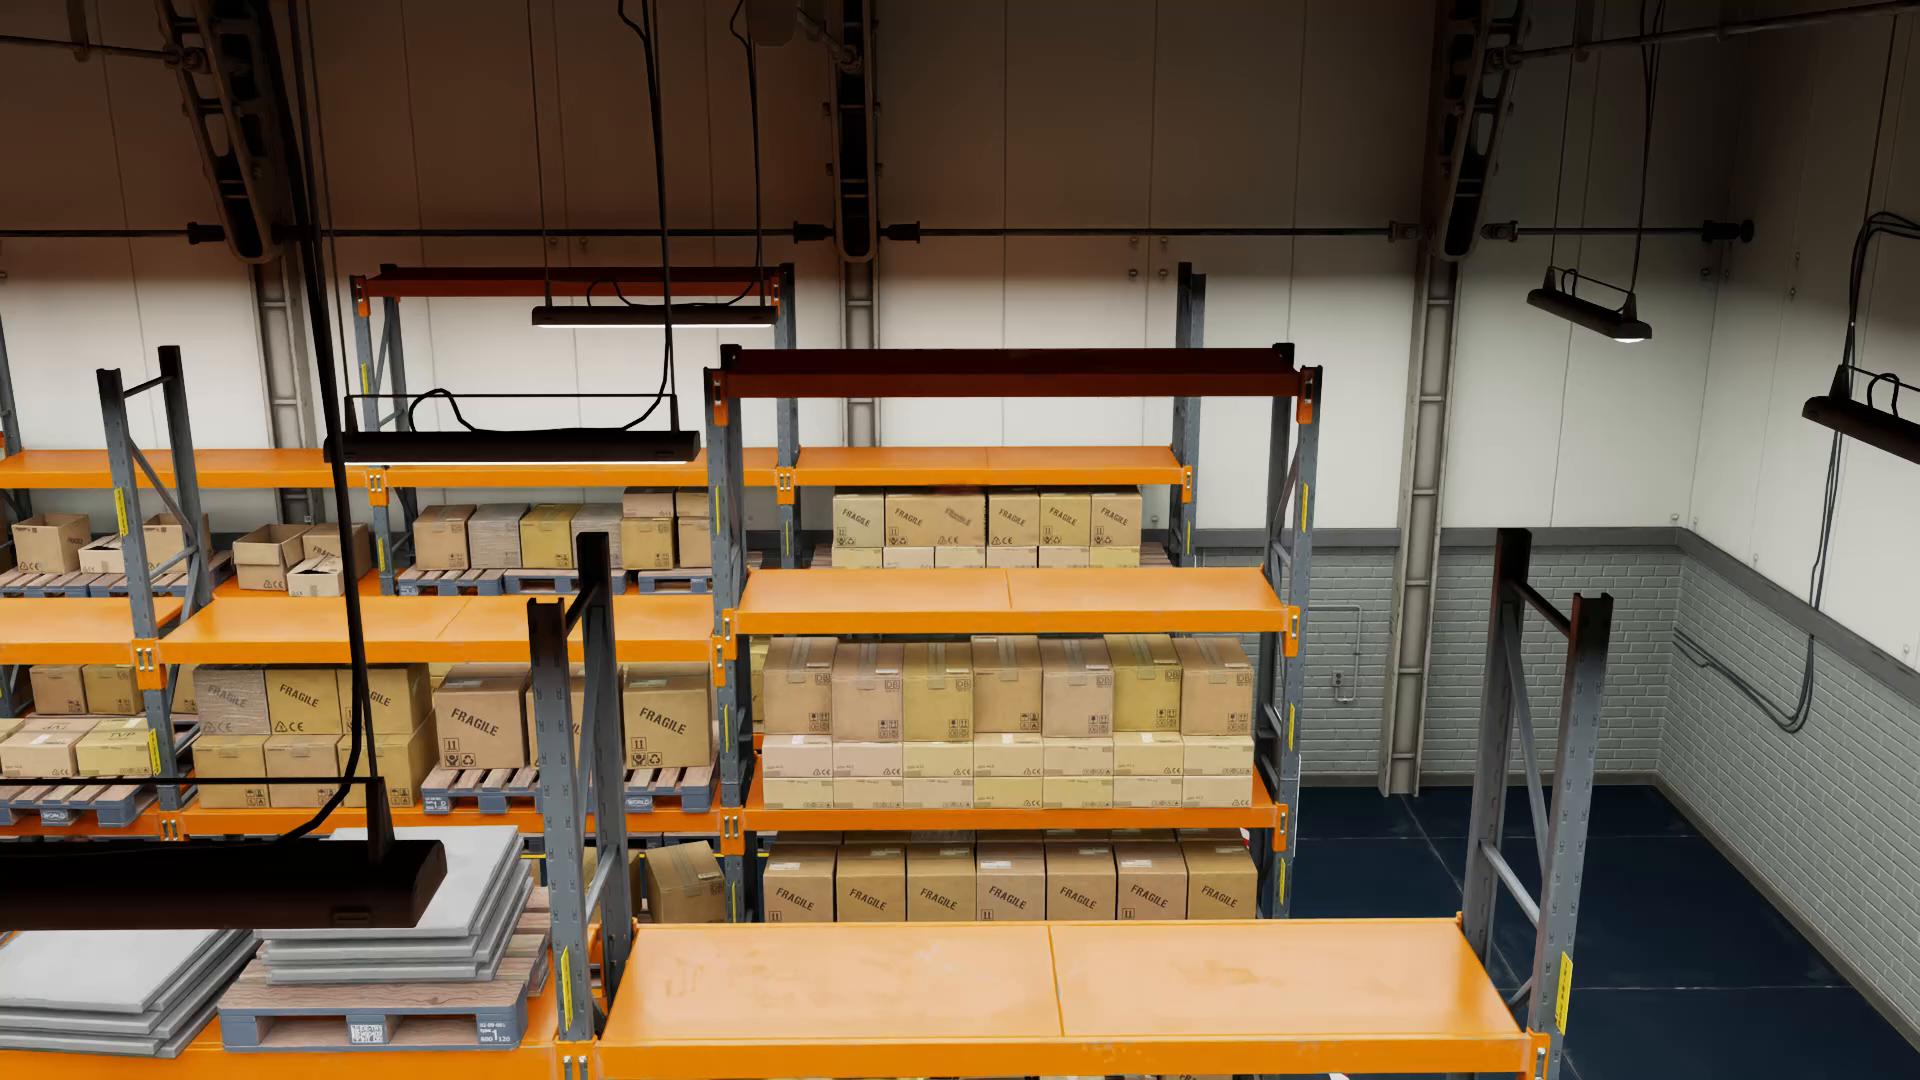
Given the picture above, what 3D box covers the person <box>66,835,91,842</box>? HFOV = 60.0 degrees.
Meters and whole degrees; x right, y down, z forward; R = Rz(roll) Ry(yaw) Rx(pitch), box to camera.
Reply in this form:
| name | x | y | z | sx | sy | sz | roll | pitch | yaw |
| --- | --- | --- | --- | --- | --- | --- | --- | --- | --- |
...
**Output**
| name | x | y | z | sx | sy | sz | roll | pitch | yaw |
| --- | --- | --- | --- | --- | --- | --- | --- | --- | --- |
| person | -7.657 | 3.265 | 14.517 | 0.542 | 1.597 | 0.446 | 4 | 17 | 13 |
